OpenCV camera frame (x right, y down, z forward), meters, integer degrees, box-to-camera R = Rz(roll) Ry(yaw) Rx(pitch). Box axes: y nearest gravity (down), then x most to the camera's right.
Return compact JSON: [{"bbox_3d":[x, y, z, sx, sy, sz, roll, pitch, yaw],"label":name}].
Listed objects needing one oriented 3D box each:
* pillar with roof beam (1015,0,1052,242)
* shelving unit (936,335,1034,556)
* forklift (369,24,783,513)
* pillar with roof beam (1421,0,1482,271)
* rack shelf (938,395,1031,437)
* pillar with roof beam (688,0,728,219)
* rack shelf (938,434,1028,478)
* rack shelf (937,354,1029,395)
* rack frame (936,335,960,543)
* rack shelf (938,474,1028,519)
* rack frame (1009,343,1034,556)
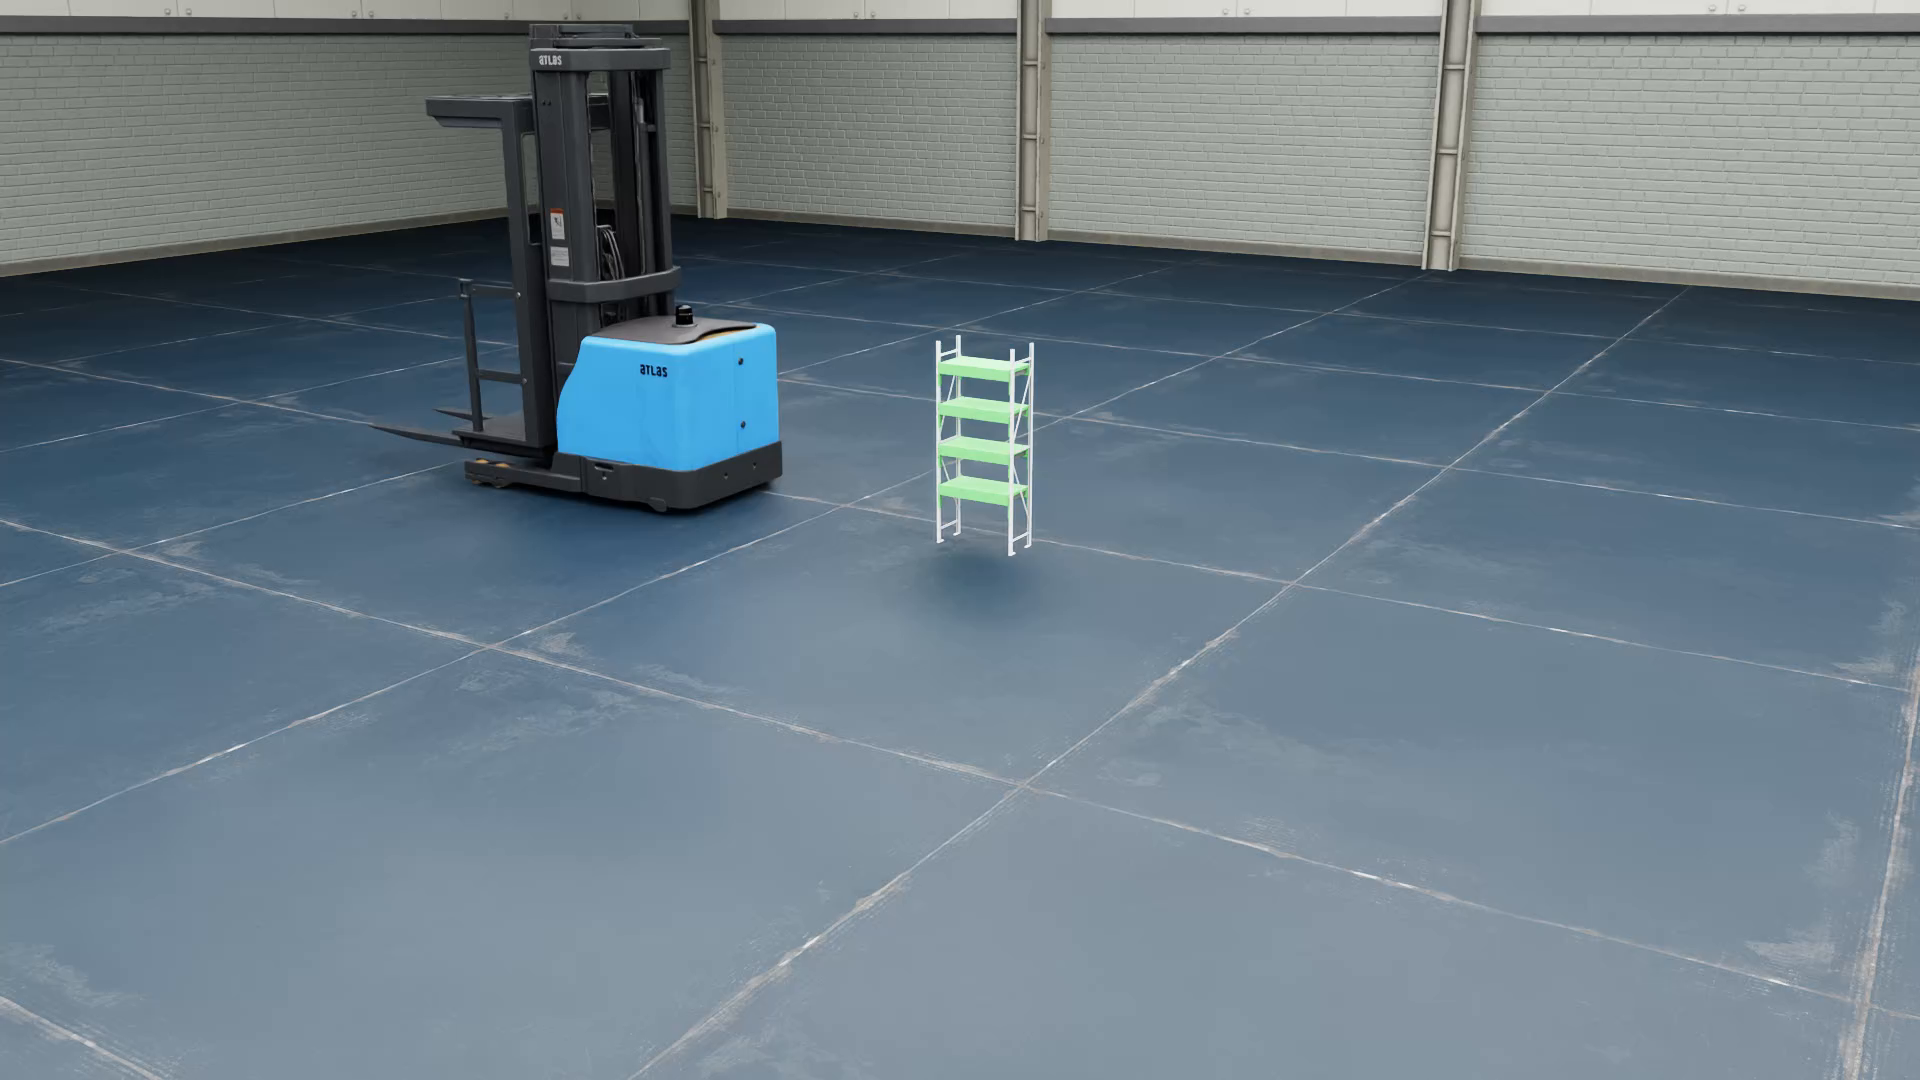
[{"bbox_3d":[-1.203,-7.635,19.532,0.400,9.000,9.100,10,20,30],"label":"pillar with roof beam"},{"bbox_3d":[0.141,-0.549,9.624,0.503,1.200,0.258,10,20,30],"label":"shelving unit"},{"bbox_3d":[-2.714,-1.866,10.980,3.031,2.935,1.130,10,19,29],"label":"forklift"},{"bbox_3d":[3.909,-6.722,16.528,0.400,9.000,9.100,10,20,30],"label":"pillar with roof beam"},{"bbox_3d":[0.141,-0.717,9.573,0.480,0.148,0.258,10,20,30],"label":"rack shelf"},{"bbox_3d":[-6.316,-8.547,22.537,0.400,9.000,9.100,10,20,30],"label":"pillar with roof beam"},{"bbox_3d":[0.141,-0.488,9.642,0.480,0.148,0.258,10,20,30],"label":"rack shelf"},{"bbox_3d":[0.141,-0.947,9.503,0.480,0.148,0.258,10,20,30],"label":"rack shelf"},{"bbox_3d":[-0.067,-0.586,9.746,0.015,1.200,0.240,10,20,30],"label":"rack frame"},{"bbox_3d":[0.141,-0.258,9.712,0.480,0.148,0.258,10,20,30],"label":"rack shelf"},{"bbox_3d":[0.349,-0.512,9.502,0.015,1.200,0.240,10,20,30],"label":"rack frame"}]
